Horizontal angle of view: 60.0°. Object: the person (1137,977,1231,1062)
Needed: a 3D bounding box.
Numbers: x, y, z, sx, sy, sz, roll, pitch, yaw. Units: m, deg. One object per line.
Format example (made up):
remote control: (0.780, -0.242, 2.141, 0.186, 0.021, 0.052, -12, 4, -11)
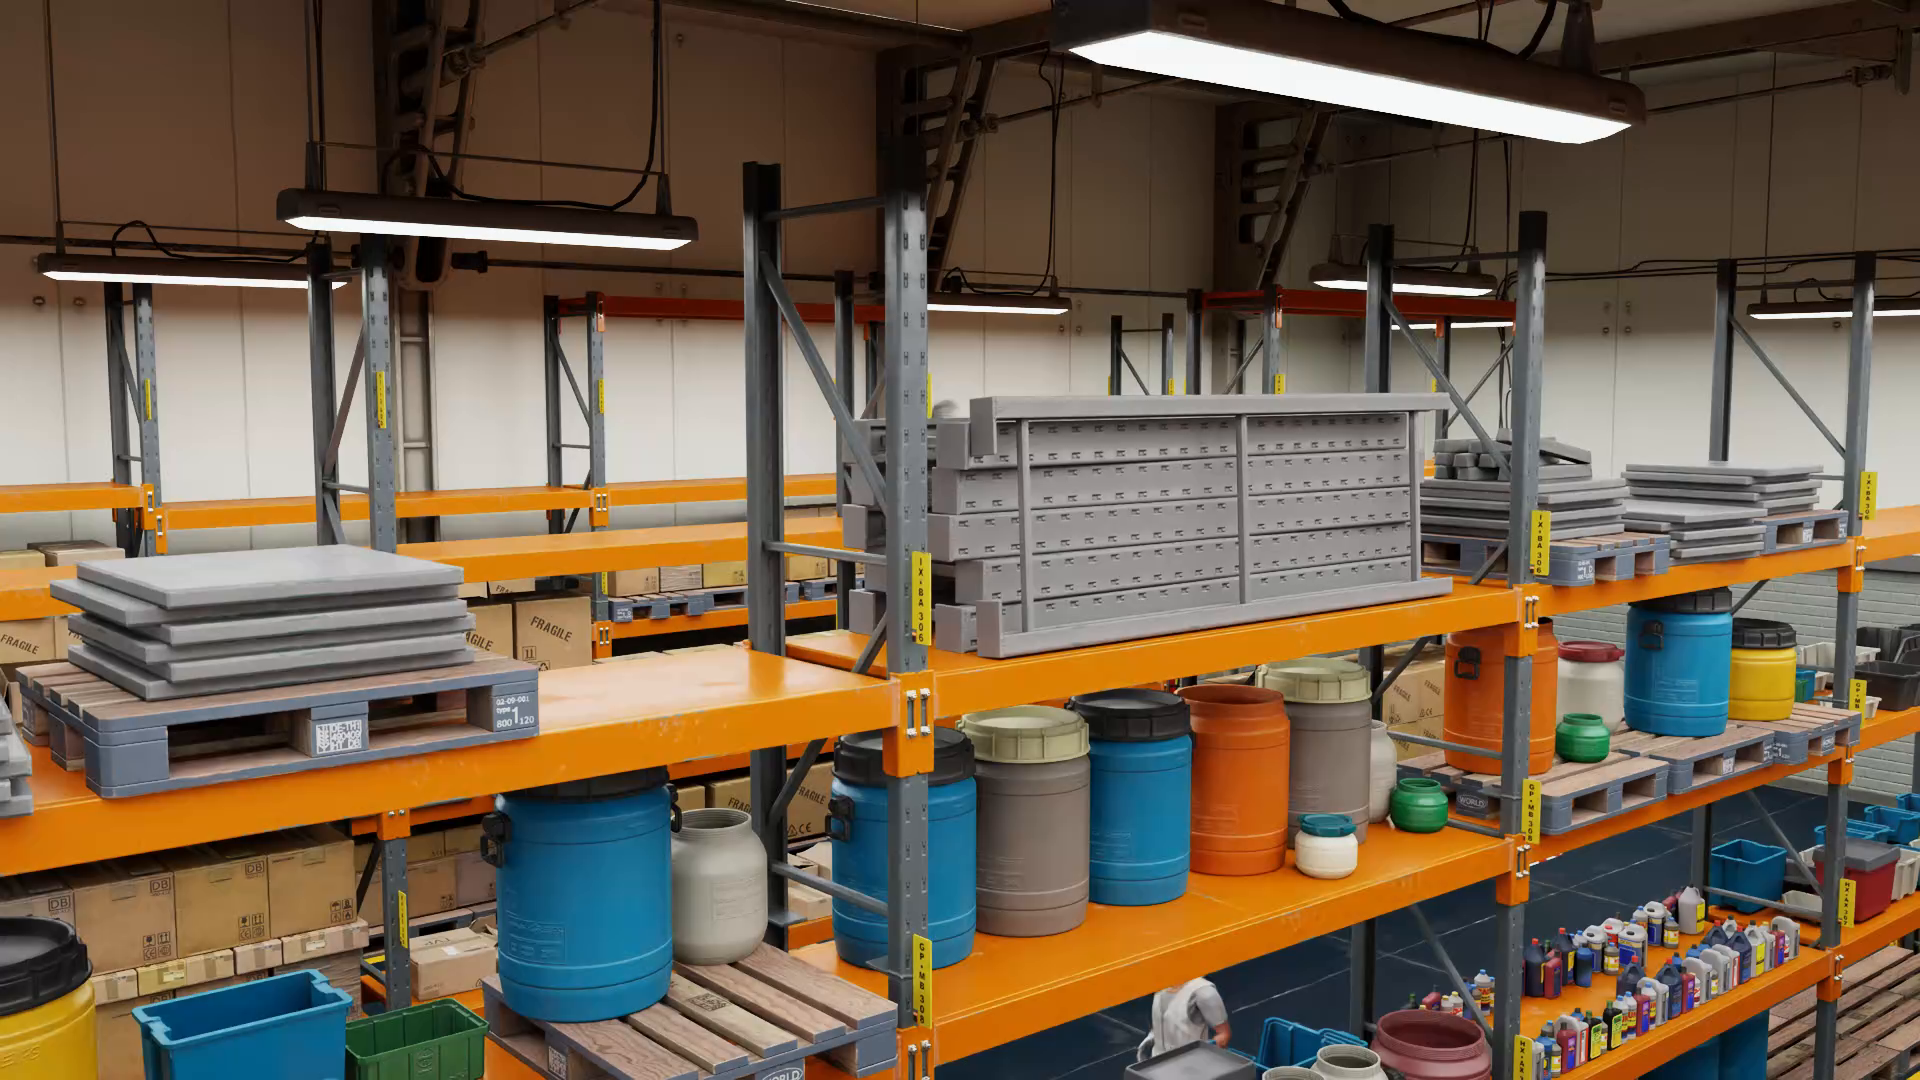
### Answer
person: (1.432, 3.294, 10.433, 0.765, 1.755, 0.671, -4, 7, -34)
